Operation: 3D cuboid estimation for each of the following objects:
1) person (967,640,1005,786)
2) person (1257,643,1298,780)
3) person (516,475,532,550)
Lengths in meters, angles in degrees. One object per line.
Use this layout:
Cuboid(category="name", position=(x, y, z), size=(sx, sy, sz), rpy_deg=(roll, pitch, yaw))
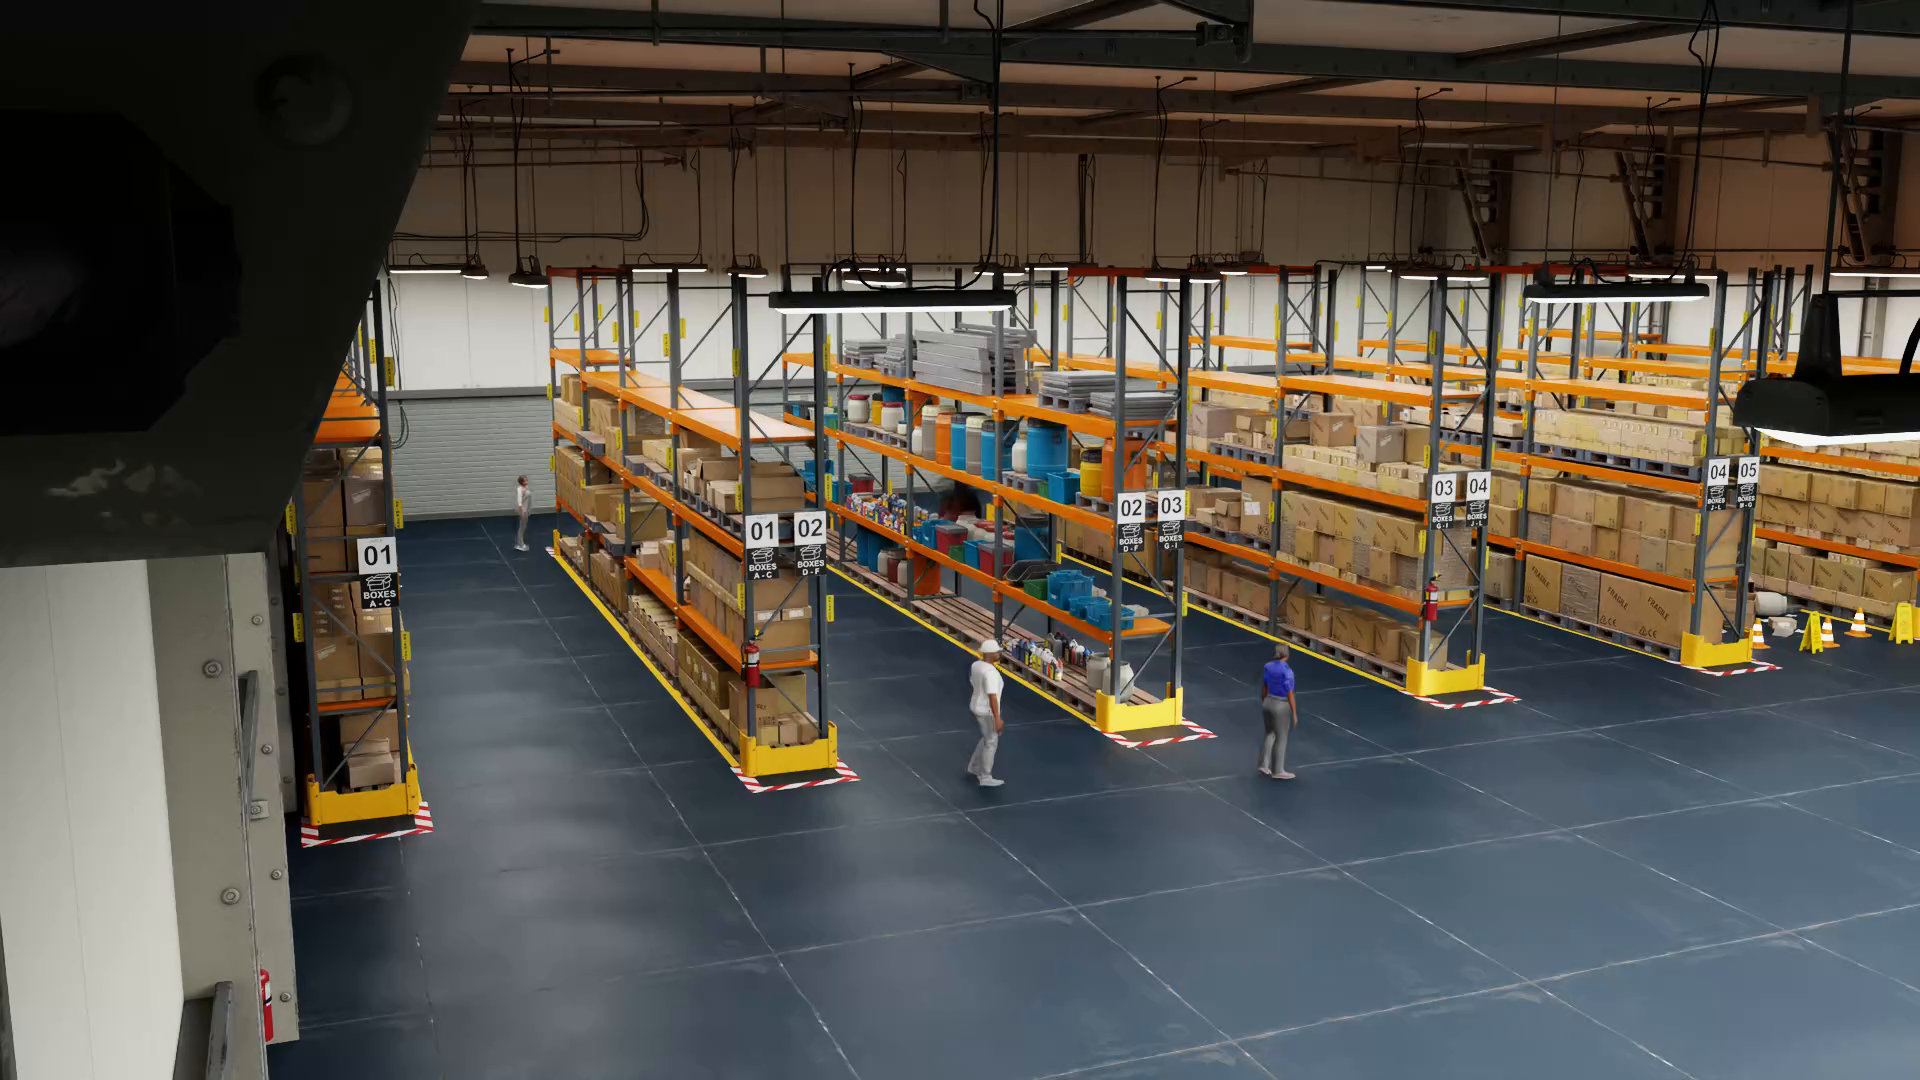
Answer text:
Cuboid(category="person", position=(0.341, 2.059, 19.820), size=(0.392, 1.762, 0.692), rpy_deg=(-3, 10, -18))
Cuboid(category="person", position=(3.847, 2.103, 20.111), size=(0.322, 1.723, 0.545), rpy_deg=(-6, 12, -32))
Cuboid(category="person", position=(-9.311, -0.592, 35.487), size=(0.368, 1.609, 0.495), rpy_deg=(-1, 10, -7))
